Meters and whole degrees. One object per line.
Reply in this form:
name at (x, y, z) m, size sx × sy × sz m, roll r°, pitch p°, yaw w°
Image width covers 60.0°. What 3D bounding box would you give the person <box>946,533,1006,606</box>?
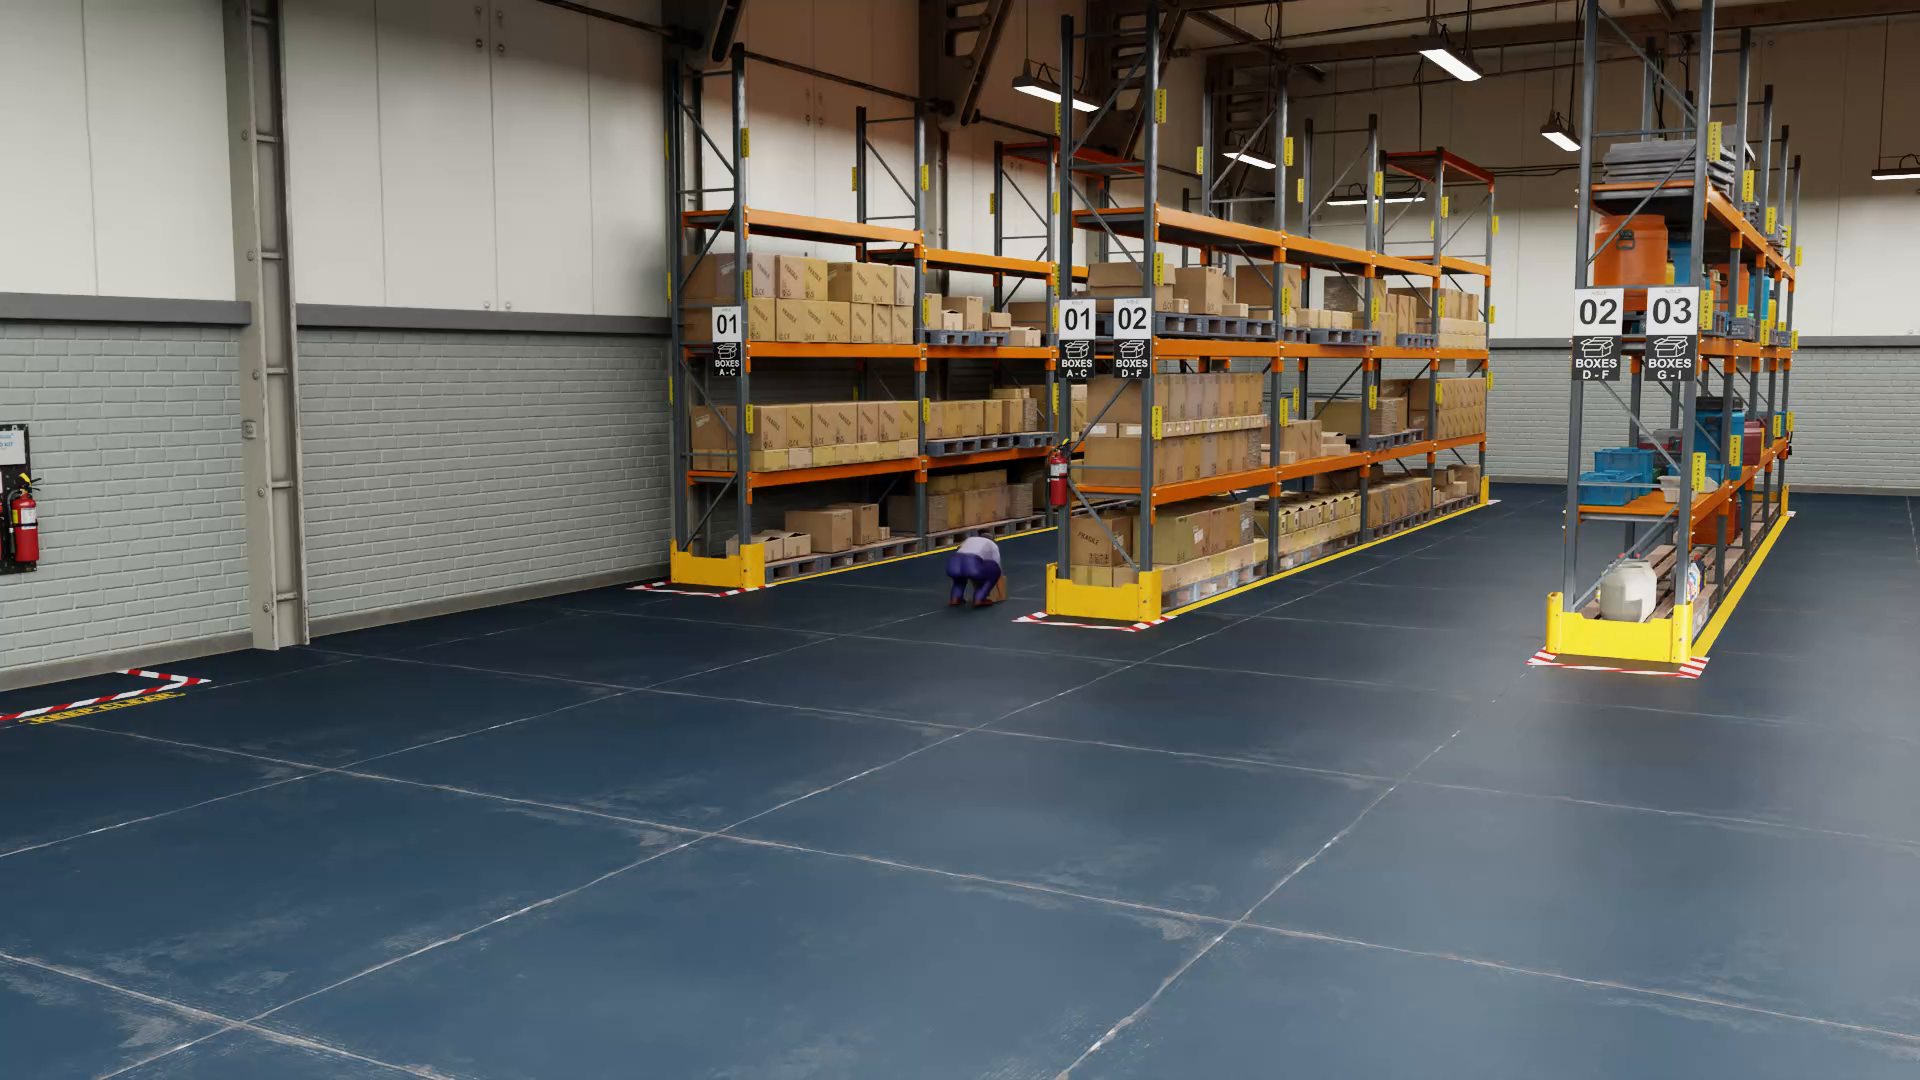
person at (0.170, 0.334, 17.804) m, size 0.503 × 0.774 × 0.870 m, roll 3°, pitch 7°, yaw 27°
